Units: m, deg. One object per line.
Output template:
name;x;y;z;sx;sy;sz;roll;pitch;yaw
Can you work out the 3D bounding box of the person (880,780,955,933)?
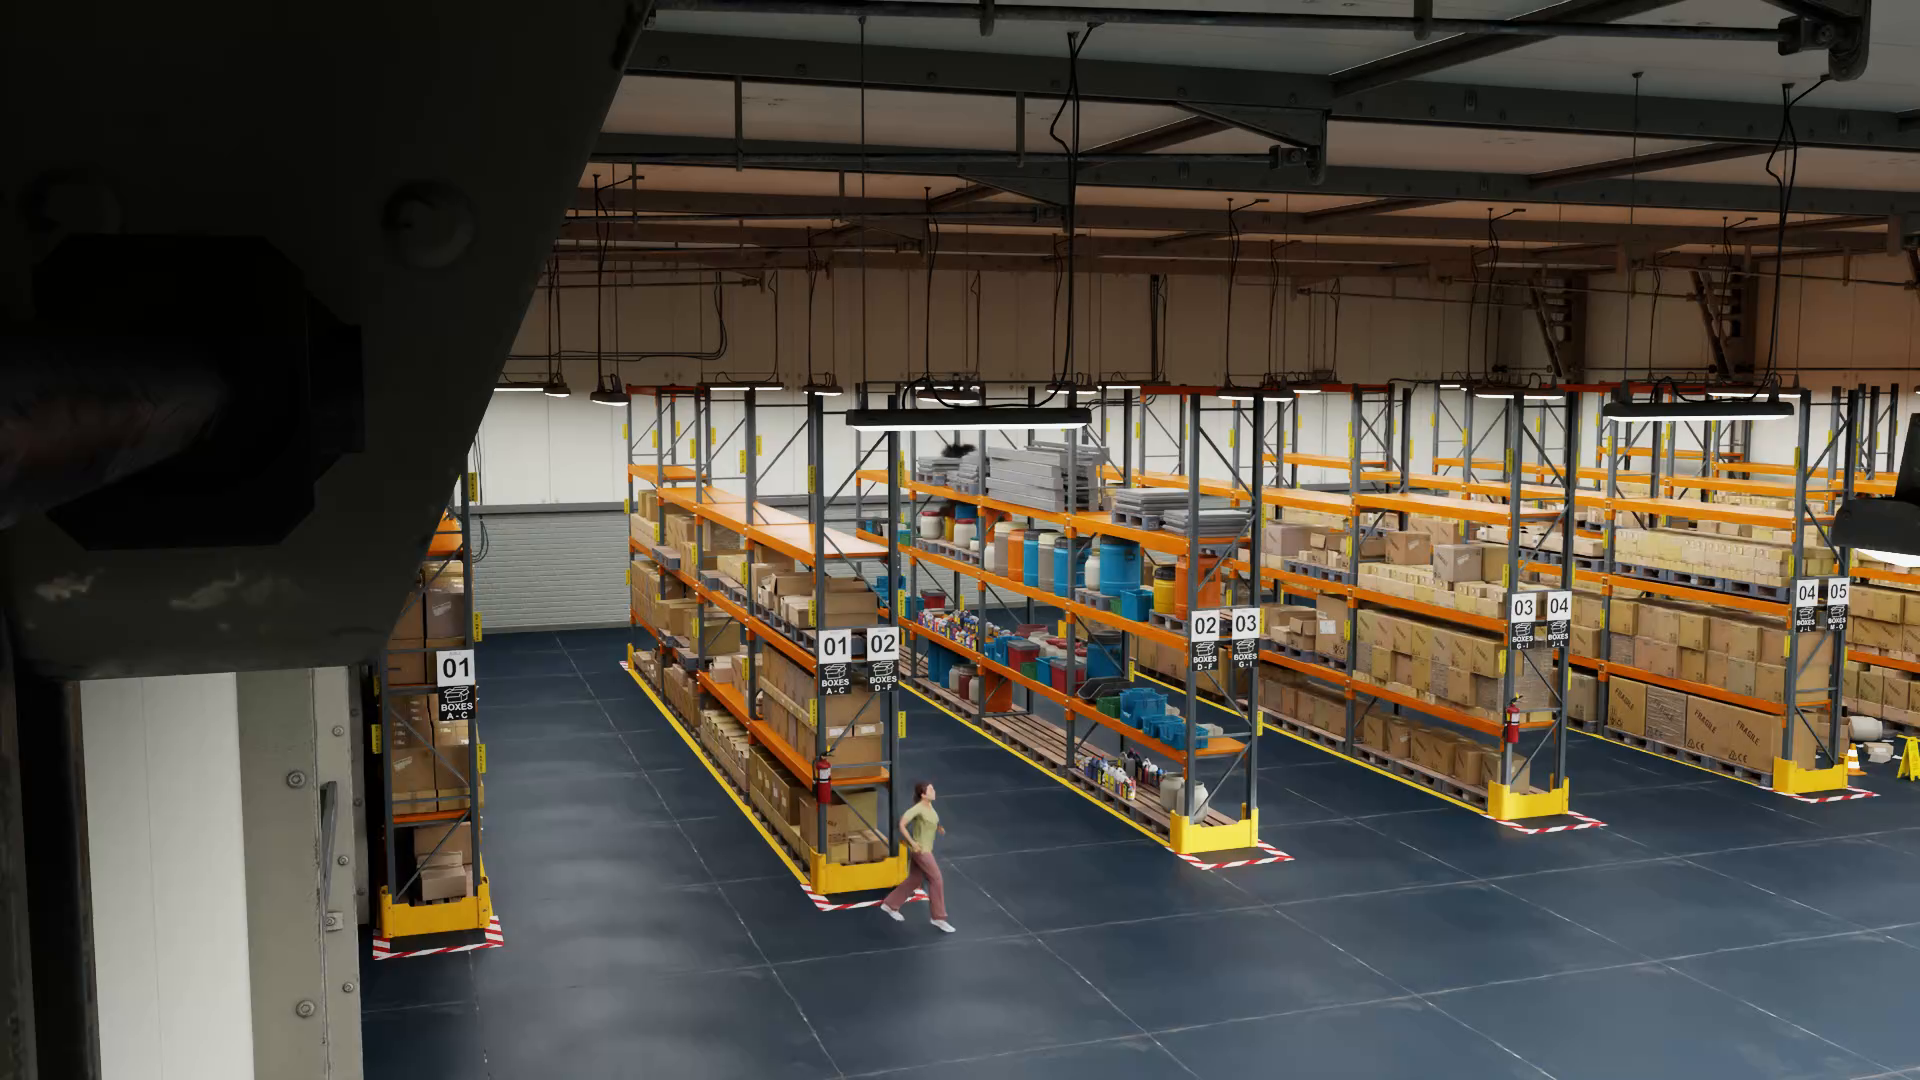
person;-0.466;3.549;18.845;0.879;1.689;0.584;1;6;8
